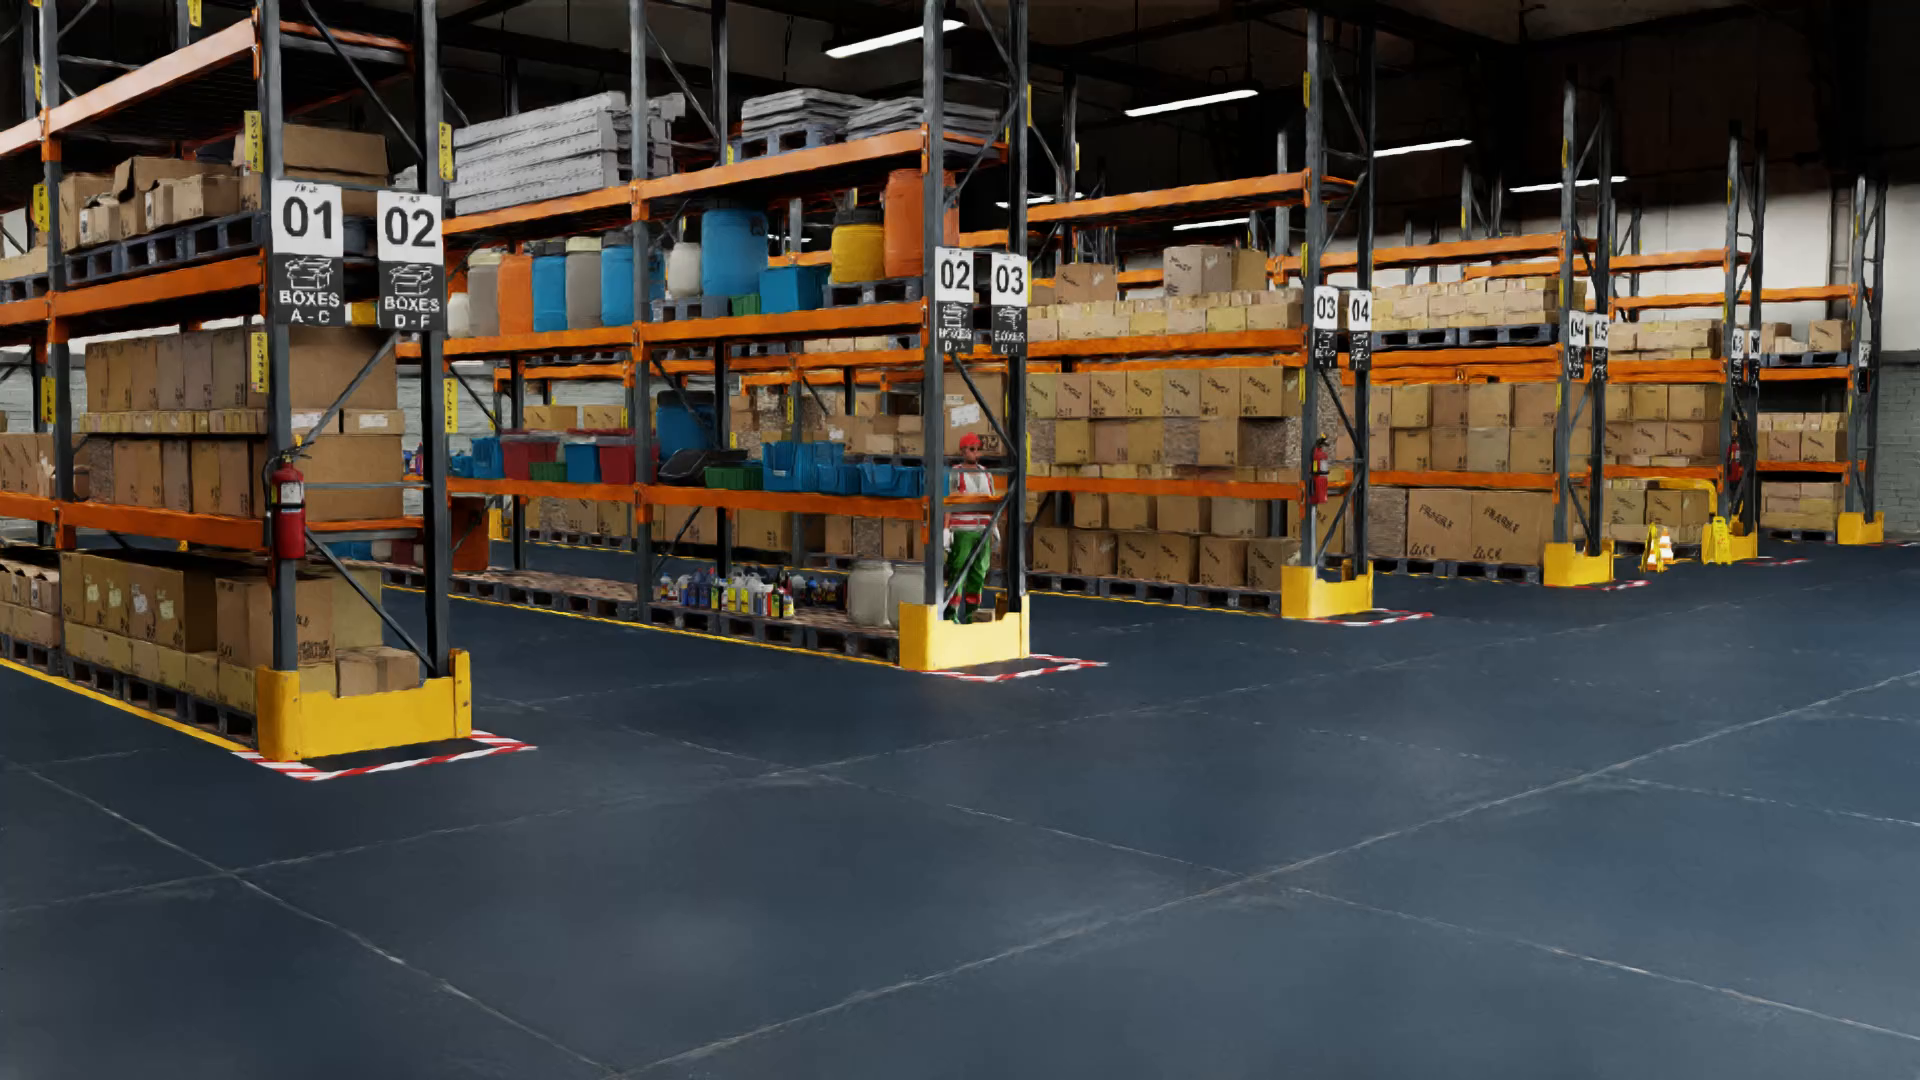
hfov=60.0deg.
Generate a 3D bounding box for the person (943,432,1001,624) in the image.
[{"bbox_3d":[0.114,-0.064,14.871,0.580,1.794,0.407,-2,4,-31],"label":"person"}]
